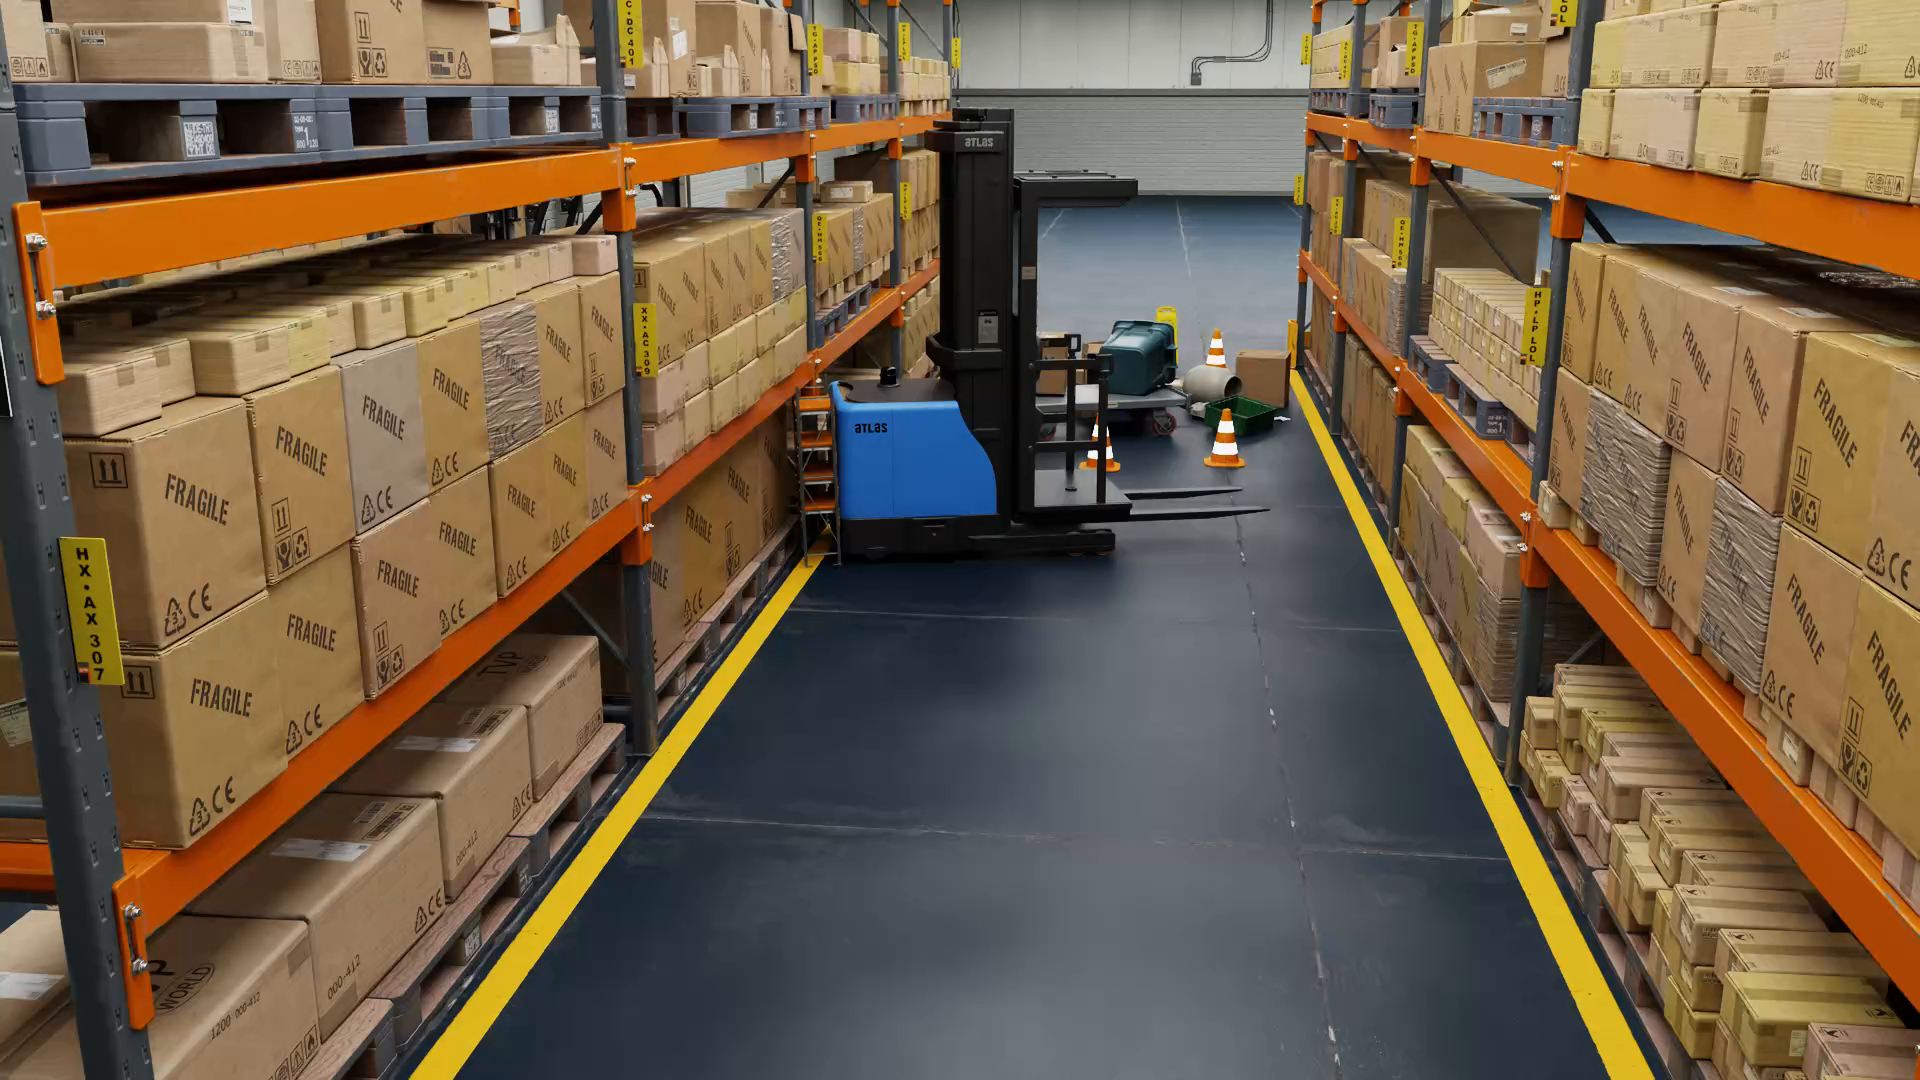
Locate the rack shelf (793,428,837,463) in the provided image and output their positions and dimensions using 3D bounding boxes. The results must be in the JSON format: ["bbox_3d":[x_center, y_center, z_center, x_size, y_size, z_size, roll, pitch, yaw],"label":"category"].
[{"bbox_3d":[-0.963,-0.620,11.026,0.258,0.148,0.480,-4,14,-8],"label":"rack shelf"}]

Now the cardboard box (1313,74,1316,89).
[{"bbox_3d":[3.953,-4.871,17.668,0.380,0.149,0.250,2,15,7],"label":"cardboard box"}]

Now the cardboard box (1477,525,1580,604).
[{"bbox_3d":[2.817,0.115,8.038,0.500,0.250,0.500,1,15,5],"label":"cardboard box"}]

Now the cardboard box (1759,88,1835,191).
[{"bbox_3d":[2.440,-1.051,4.343,0.500,0.250,0.500,2,15,9],"label":"cardboard box"}]

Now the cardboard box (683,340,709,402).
[{"bbox_3d":[-1.585,-0.857,8.414,0.500,0.250,0.500,2,15,7],"label":"cardboard box"}]

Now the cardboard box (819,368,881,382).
[{"bbox_3d":[-1.100,-1.319,15.023,0.950,0.372,0.625,2,15,7],"label":"cardboard box"}]

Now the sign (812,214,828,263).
[{"bbox_3d":[-0.943,-2.027,11.193,0.100,0.325,0.005,2,15,6],"label":"sign"}]

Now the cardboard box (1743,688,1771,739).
[{"bbox_3d":[2.432,0.476,4.636,0.380,0.149,0.250,1,15,4],"label":"cardboard box"}]

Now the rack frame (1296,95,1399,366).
[{"bbox_3d":[4.338,-3.439,18.633,1.000,3.000,0.127,2,15,6],"label":"rack frame"}]

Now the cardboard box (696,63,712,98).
[{"bbox_3d":[-1.456,-2.302,8.325,0.380,0.166,0.250,1,15,2],"label":"cardboard box"}]

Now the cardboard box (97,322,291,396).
[{"bbox_3d":[-1.980,-0.471,4.306,0.380,0.149,0.250,2,15,8],"label":"cardboard box"}]

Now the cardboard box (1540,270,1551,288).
[{"bbox_3d":[3.835,-1.592,10.339,0.380,0.149,0.250,1,15,4],"label":"cardboard box"}]

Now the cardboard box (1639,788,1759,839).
[{"bbox_3d":[2.604,0.985,5.791,0.380,0.149,0.250,1,15,4],"label":"cardboard box"}]

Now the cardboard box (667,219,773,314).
[{"bbox_3d":[-1.406,-1.611,9.765,0.500,0.500,0.500,2,15,6],"label":"cardboard box"}]

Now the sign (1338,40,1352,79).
[{"bbox_3d":[3.335,-4.153,14.386,0.100,0.325,0.005,2,15,6],"label":"sign"}]

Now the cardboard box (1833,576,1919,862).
[{"bbox_3d":[2.327,0.395,3.693,0.500,0.500,0.500,2,15,7],"label":"cardboard box"}]

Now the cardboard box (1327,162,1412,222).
[{"bbox_3d":[3.909,-3.236,15.526,0.875,0.550,0.550,2,15,6],"label":"cardboard box"}]

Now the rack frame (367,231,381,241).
[{"bbox_3d":[-5.976,-2.666,15.775,1.000,3.000,0.127,2,15,6],"label":"rack frame"}]

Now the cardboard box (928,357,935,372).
[{"bbox_3d":[-0.536,-1.946,17.576,0.500,0.250,0.500,1,15,4],"label":"cardboard box"}]

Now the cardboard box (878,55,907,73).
[{"bbox_3d":[-0.683,-4.305,15.042,0.380,0.149,0.250,1,15,5],"label":"cardboard box"}]

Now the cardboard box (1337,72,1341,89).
[{"bbox_3d":[3.666,-4.215,15.243,0.380,0.149,0.250,2,15,7],"label":"cardboard box"}]

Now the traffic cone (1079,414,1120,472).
[{"bbox_3d":[1.169,-0.829,13.840,0.336,0.463,0.334,2,15,6],"label":"traffic cone"}]

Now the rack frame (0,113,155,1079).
[{"bbox_3d":[-2.397,0.591,3.728,1.000,3.000,0.127,2,15,6],"label":"rack frame"}]

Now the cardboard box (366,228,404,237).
[{"bbox_3d":[-5.666,-2.822,16.159,0.500,0.500,0.500,1,15,5],"label":"cardboard box"}]

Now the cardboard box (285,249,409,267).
[{"bbox_3d":[-2.328,-1.019,6.333,0.380,0.149,0.250,2,15,6],"label":"cardboard box"}]

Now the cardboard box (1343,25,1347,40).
[{"bbox_3d":[3.640,-4.534,14.893,0.380,0.149,0.250,2,15,6],"label":"cardboard box"}]

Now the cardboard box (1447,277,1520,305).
[{"bbox_3d":[3.131,-1.485,9.945,0.380,0.149,0.250,2,15,6],"label":"cardboard box"}]

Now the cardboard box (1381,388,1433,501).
[{"bbox_3d":[3.593,-0.636,11.772,1.050,0.750,0.750,1,15,5],"label":"cardboard box"}]

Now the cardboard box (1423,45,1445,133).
[{"bbox_3d":[3.106,-2.720,10.036,0.500,0.500,0.500,2,15,6],"label":"cardboard box"}]

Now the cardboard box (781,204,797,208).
[{"bbox_3d":[-1.554,-2.411,13.266,0.500,0.500,0.500,1,15,4],"label":"cardboard box"}]

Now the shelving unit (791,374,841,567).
[{"bbox_3d":[-0.958,-0.468,11.065,0.258,1.200,0.503,-4,14,-8],"label":"shelving unit"}]

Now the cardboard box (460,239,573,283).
[{"bbox_3d":[-1.802,-1.136,6.765,0.380,0.149,0.250,2,15,8],"label":"cardboard box"}]

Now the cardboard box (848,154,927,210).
[{"bbox_3d":[-0.699,-3.435,15.942,0.700,0.500,0.500,2,15,7],"label":"cardboard box"}]

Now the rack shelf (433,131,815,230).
[{"bbox_3d":[-1.720,-2.065,9.186,1.077,0.370,4.000,2,15,6],"label":"rack shelf"}]

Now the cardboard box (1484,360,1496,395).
[{"bbox_3d":[2.976,-0.855,8.753,0.380,0.149,0.250,2,15,9],"label":"cardboard box"}]

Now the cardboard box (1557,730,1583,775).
[{"bbox_3d":[2.686,0.856,6.836,0.380,0.149,0.250,2,15,7],"label":"cardboard box"}]

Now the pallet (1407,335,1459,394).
[{"bbox_3d":[3.461,-1.083,10.289,1.213,0.211,1.003,2,15,6],"label":"pallet"}]

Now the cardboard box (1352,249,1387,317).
[{"bbox_3d":[3.444,-2.060,13.344,0.500,0.500,0.500,2,15,6],"label":"cardboard box"}]

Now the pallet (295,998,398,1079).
[{"bbox_3d":[-2.385,1.728,4.868,1.003,0.211,1.213,2,15,6],"label":"pallet"}]

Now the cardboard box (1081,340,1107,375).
[{"bbox_3d":[1.725,-1.823,17.440,0.797,0.503,0.637,-10,18,-32],"label":"cardboard box"}]

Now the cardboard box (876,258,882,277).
[{"bbox_3d":[-0.868,-2.325,14.190,0.380,0.149,0.250,1,15,5],"label":"cardboard box"}]

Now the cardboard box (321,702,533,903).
[{"bbox_3d":[-2.224,0.980,6.395,0.875,0.438,0.875,1,15,5],"label":"cardboard box"}]

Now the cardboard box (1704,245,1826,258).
[{"bbox_3d":[3.199,-0.871,6.460,0.500,0.500,0.500,1,15,4],"label":"cardboard box"}]

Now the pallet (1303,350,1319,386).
[{"bbox_3d":[4.325,-1.883,18.221,1.003,0.211,1.213,2,15,6],"label":"pallet"}]

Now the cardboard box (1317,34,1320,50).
[{"bbox_3d":[3.926,-5.193,17.331,0.380,0.149,0.250,1,15,5],"label":"cardboard box"}]

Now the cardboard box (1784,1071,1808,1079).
[{"bbox_3d":[2.391,1.529,4.347,0.380,0.149,0.250,1,15,5],"label":"cardboard box"}]

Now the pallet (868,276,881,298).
[{"bbox_3d":[-1.274,-2.234,14.546,1.003,0.211,1.213,2,15,6],"label":"pallet"}]

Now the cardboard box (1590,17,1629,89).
[{"bbox_3d":[2.691,-1.826,6.250,0.500,0.250,0.500,2,15,8],"label":"cardboard box"}]

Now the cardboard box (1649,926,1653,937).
[{"bbox_3d":[2.564,1.340,5.617,0.380,0.149,0.250,2,15,8],"label":"cardboard box"}]

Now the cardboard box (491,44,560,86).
[{"bbox_3d":[-1.730,-1.780,6.237,0.380,0.149,0.250,2,15,8],"label":"cardboard box"}]

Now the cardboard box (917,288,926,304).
[{"bbox_3d":[-0.551,-2.450,16.761,0.380,0.149,0.250,3,15,9],"label":"cardboard box"}]

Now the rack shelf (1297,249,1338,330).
[{"bbox_3d":[4.112,-2.573,16.808,1.077,0.370,4.000,2,15,6],"label":"rack shelf"}]

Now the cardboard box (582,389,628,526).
[{"bbox_3d":[-1.744,-0.366,7.079,0.500,0.500,0.500,2,15,7],"label":"cardboard box"}]

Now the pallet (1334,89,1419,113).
[{"bbox_3d":[3.989,-4.018,15.200,1.003,0.211,1.213,2,15,6],"label":"pallet"}]

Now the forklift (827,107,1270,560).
[{"bbox_3d":[0.616,-1.439,11.368,3.031,2.935,1.130,-2,15,-8],"label":"forklift"}]

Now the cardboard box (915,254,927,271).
[{"bbox_3d":[-0.535,-2.803,16.764,0.380,0.149,0.250,2,15,7],"label":"cardboard box"}]

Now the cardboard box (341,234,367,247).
[{"bbox_3d":[-5.777,-2.700,15.231,0.500,0.250,0.500,1,15,5],"label":"cardboard box"}]

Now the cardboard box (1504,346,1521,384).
[{"bbox_3d":[2.918,-0.864,8.218,0.380,0.149,0.250,1,15,4],"label":"cardboard box"}]
